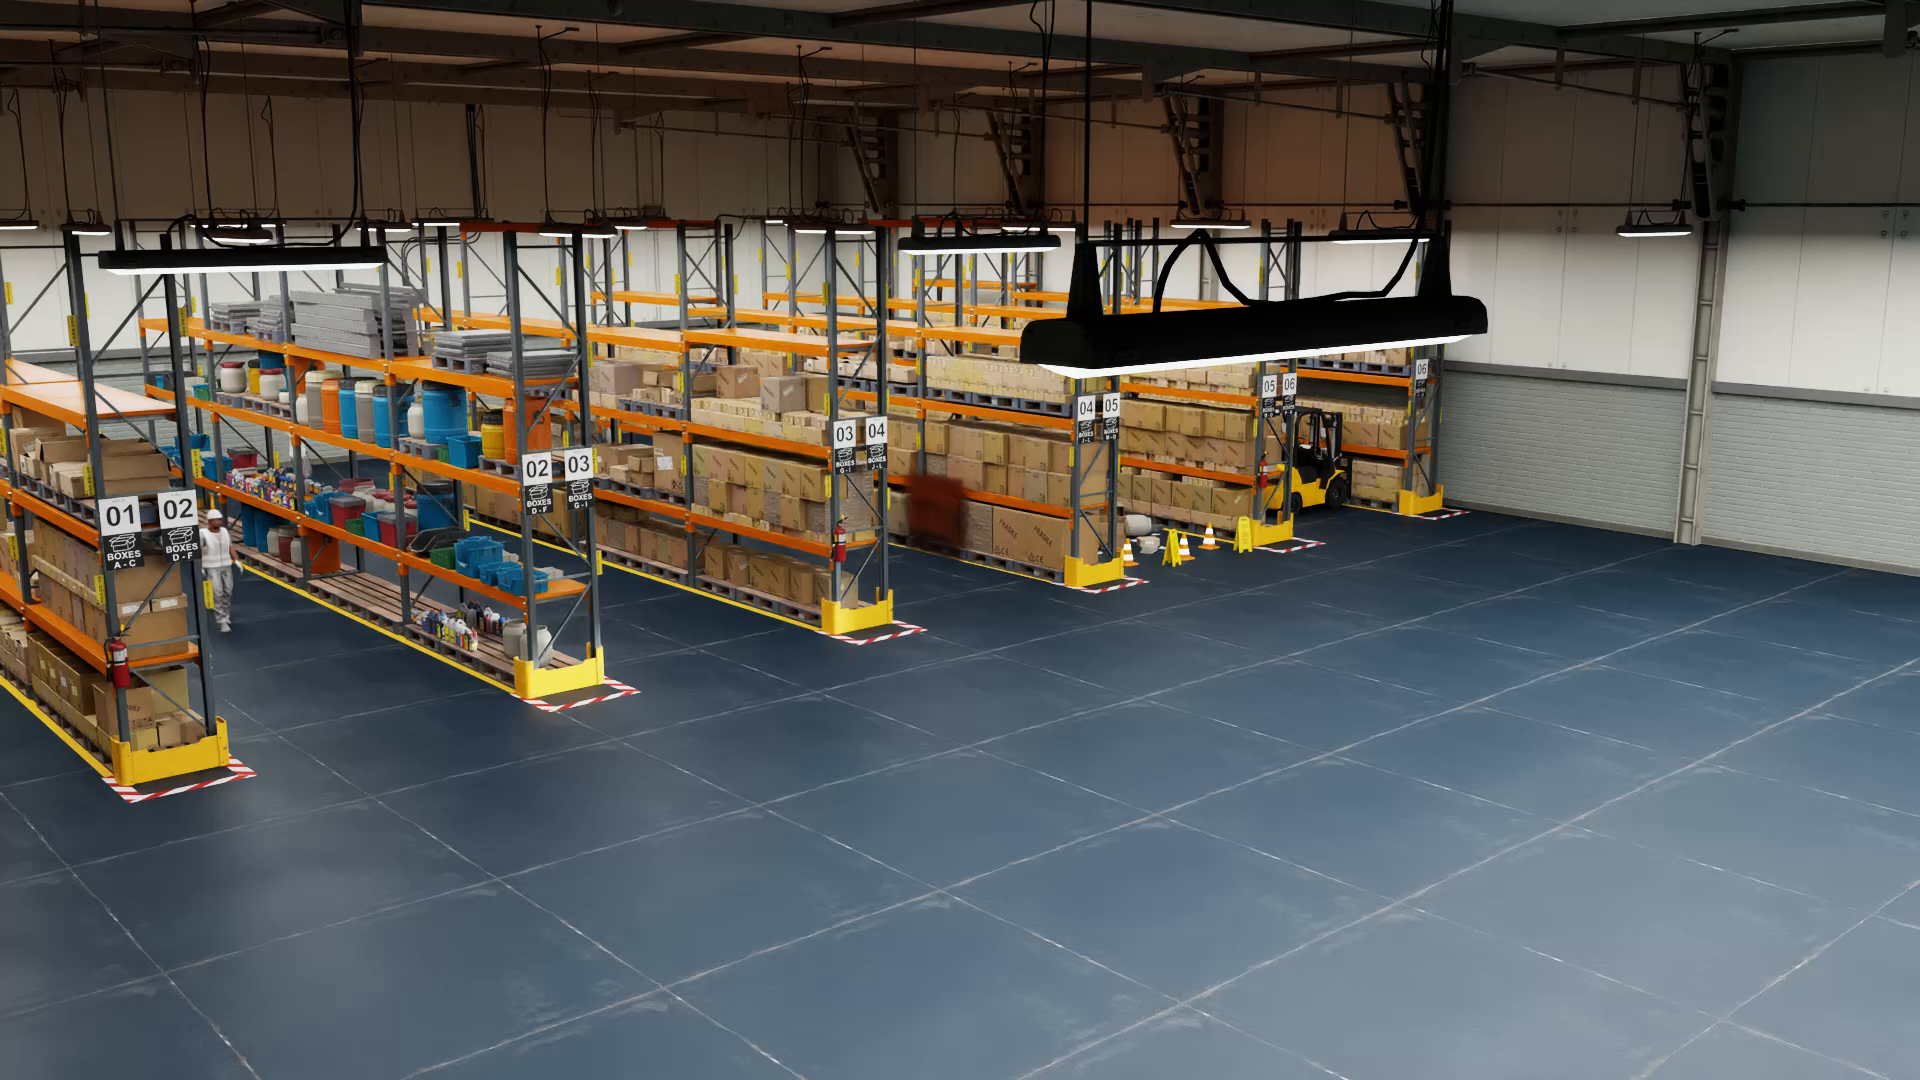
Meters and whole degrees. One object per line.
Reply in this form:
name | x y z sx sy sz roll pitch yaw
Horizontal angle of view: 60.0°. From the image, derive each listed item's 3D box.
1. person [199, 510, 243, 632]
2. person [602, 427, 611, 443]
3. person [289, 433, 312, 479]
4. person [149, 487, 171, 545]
person | -11.174 0.459 25.177 0.679 1.805 0.600 10 15 40
person | -8.981 -3.038 42.433 0.539 1.728 0.834 2 12 12
person | -14.476 -1.818 36.323 0.478 1.764 0.597 -10 15 -42
person | -14.427 -0.473 29.963 0.475 1.650 0.754 -5 12 -24
